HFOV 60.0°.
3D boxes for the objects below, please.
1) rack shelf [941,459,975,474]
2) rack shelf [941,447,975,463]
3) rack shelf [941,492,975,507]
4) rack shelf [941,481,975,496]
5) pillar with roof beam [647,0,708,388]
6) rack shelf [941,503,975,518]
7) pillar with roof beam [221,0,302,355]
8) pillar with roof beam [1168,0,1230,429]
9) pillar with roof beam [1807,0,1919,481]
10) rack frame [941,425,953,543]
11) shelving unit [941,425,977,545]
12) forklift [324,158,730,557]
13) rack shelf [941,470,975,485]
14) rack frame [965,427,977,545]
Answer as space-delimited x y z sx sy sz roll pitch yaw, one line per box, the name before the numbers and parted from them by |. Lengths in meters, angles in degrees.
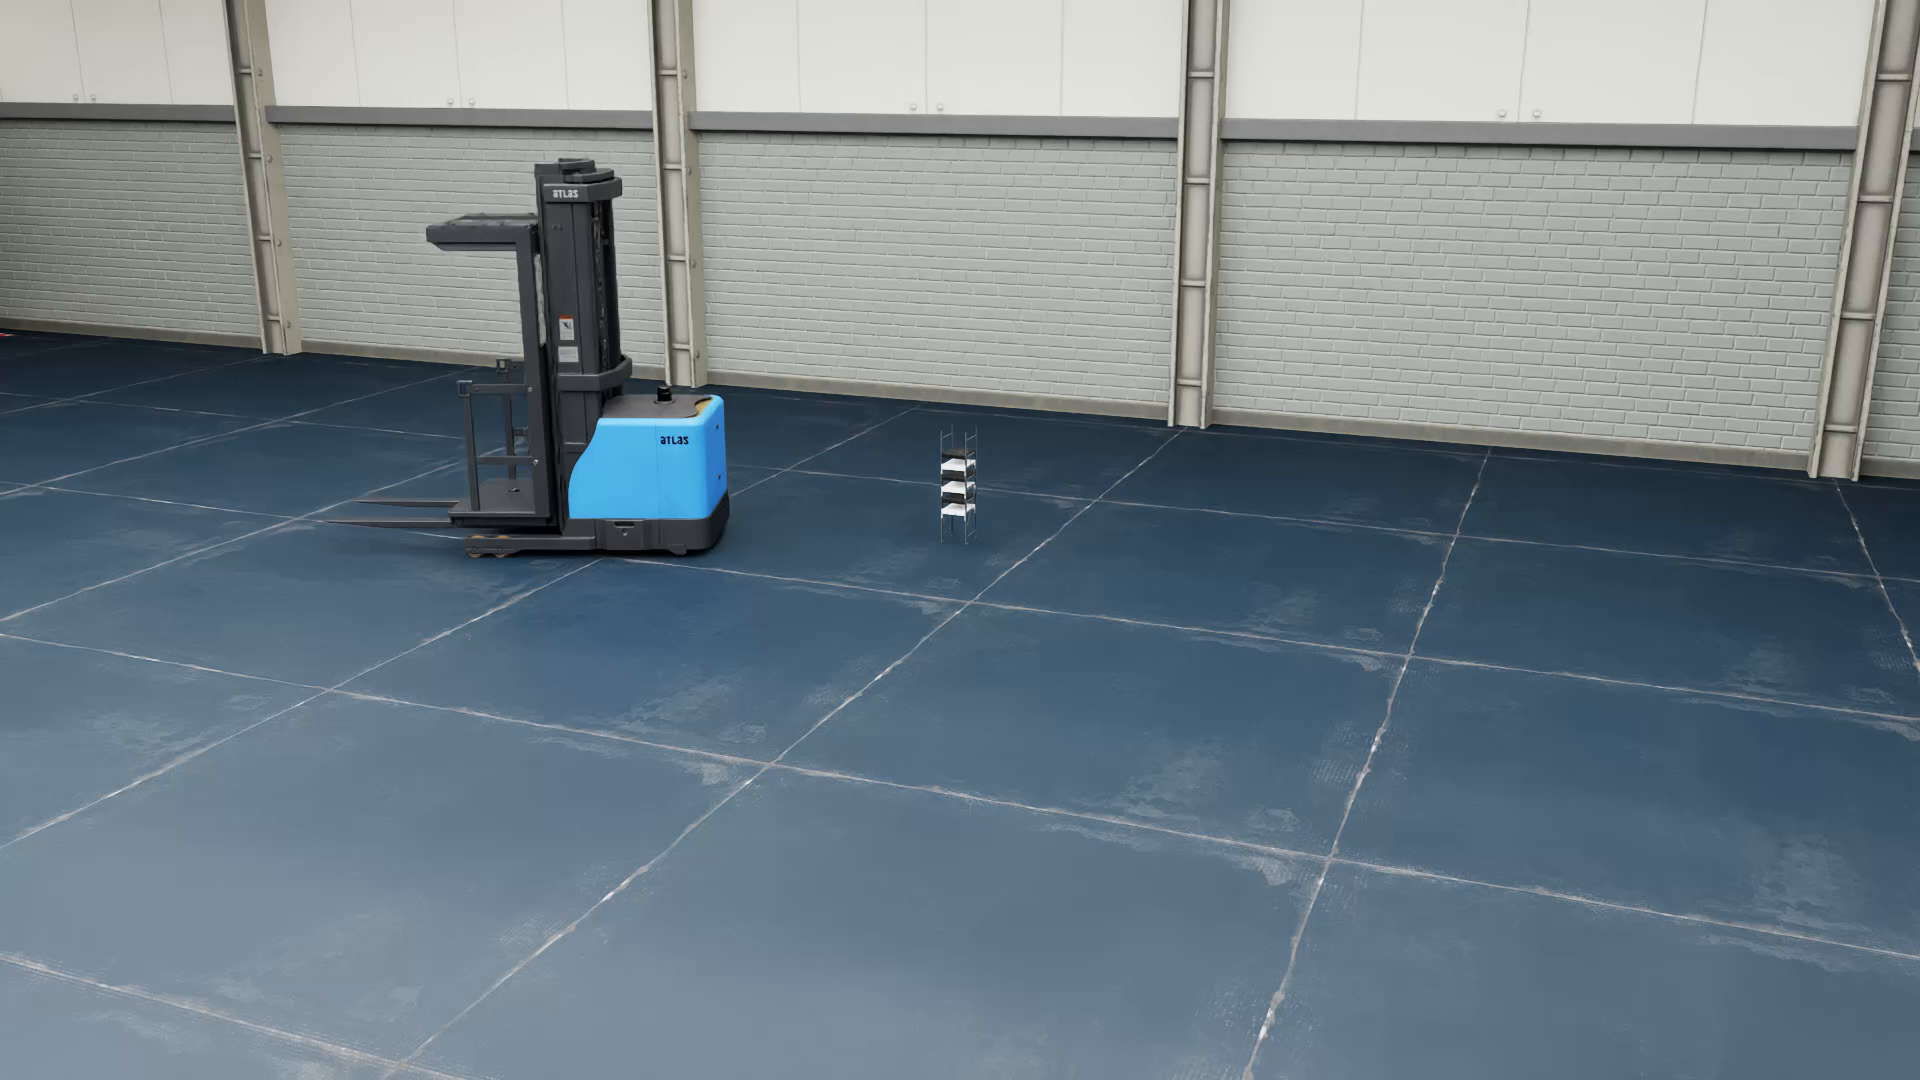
rack shelf | -0.008 -0.574 13.010 0.200 0.077 0.258 6 17 21
rack shelf | -0.008 -0.660 12.985 0.200 0.077 0.258 6 17 21
rack shelf | -0.008 -0.315 13.085 0.200 0.077 0.258 6 17 21
rack shelf | -0.008 -0.401 13.060 0.200 0.077 0.258 6 17 21
pillar with roof beam | -4.766 -5.023 14.334 0.400 9.000 9.100 6 17 21
rack shelf | -0.008 -0.228 13.111 0.200 0.077 0.258 6 17 21
pillar with roof beam | -10.348 -5.636 16.448 0.400 9.000 9.100 6 17 21
pillar with roof beam | 0.815 -4.409 12.220 0.400 9.000 9.100 6 17 21
pillar with roof beam | 6.397 -3.795 10.105 0.400 9.000 9.100 6 17 21
rack frame | -0.102 -0.443 13.087 0.006 0.900 0.240 6 17 21
shelving unit | -0.008 -0.433 13.051 0.210 0.900 0.258 6 17 21
forklift | -3.405 -1.422 12.814 3.031 2.935 1.130 0 16 1
rack shelf | -0.008 -0.487 13.035 0.200 0.077 0.258 6 17 21
rack frame | 0.087 -0.423 13.015 0.006 0.900 0.240 6 17 21
